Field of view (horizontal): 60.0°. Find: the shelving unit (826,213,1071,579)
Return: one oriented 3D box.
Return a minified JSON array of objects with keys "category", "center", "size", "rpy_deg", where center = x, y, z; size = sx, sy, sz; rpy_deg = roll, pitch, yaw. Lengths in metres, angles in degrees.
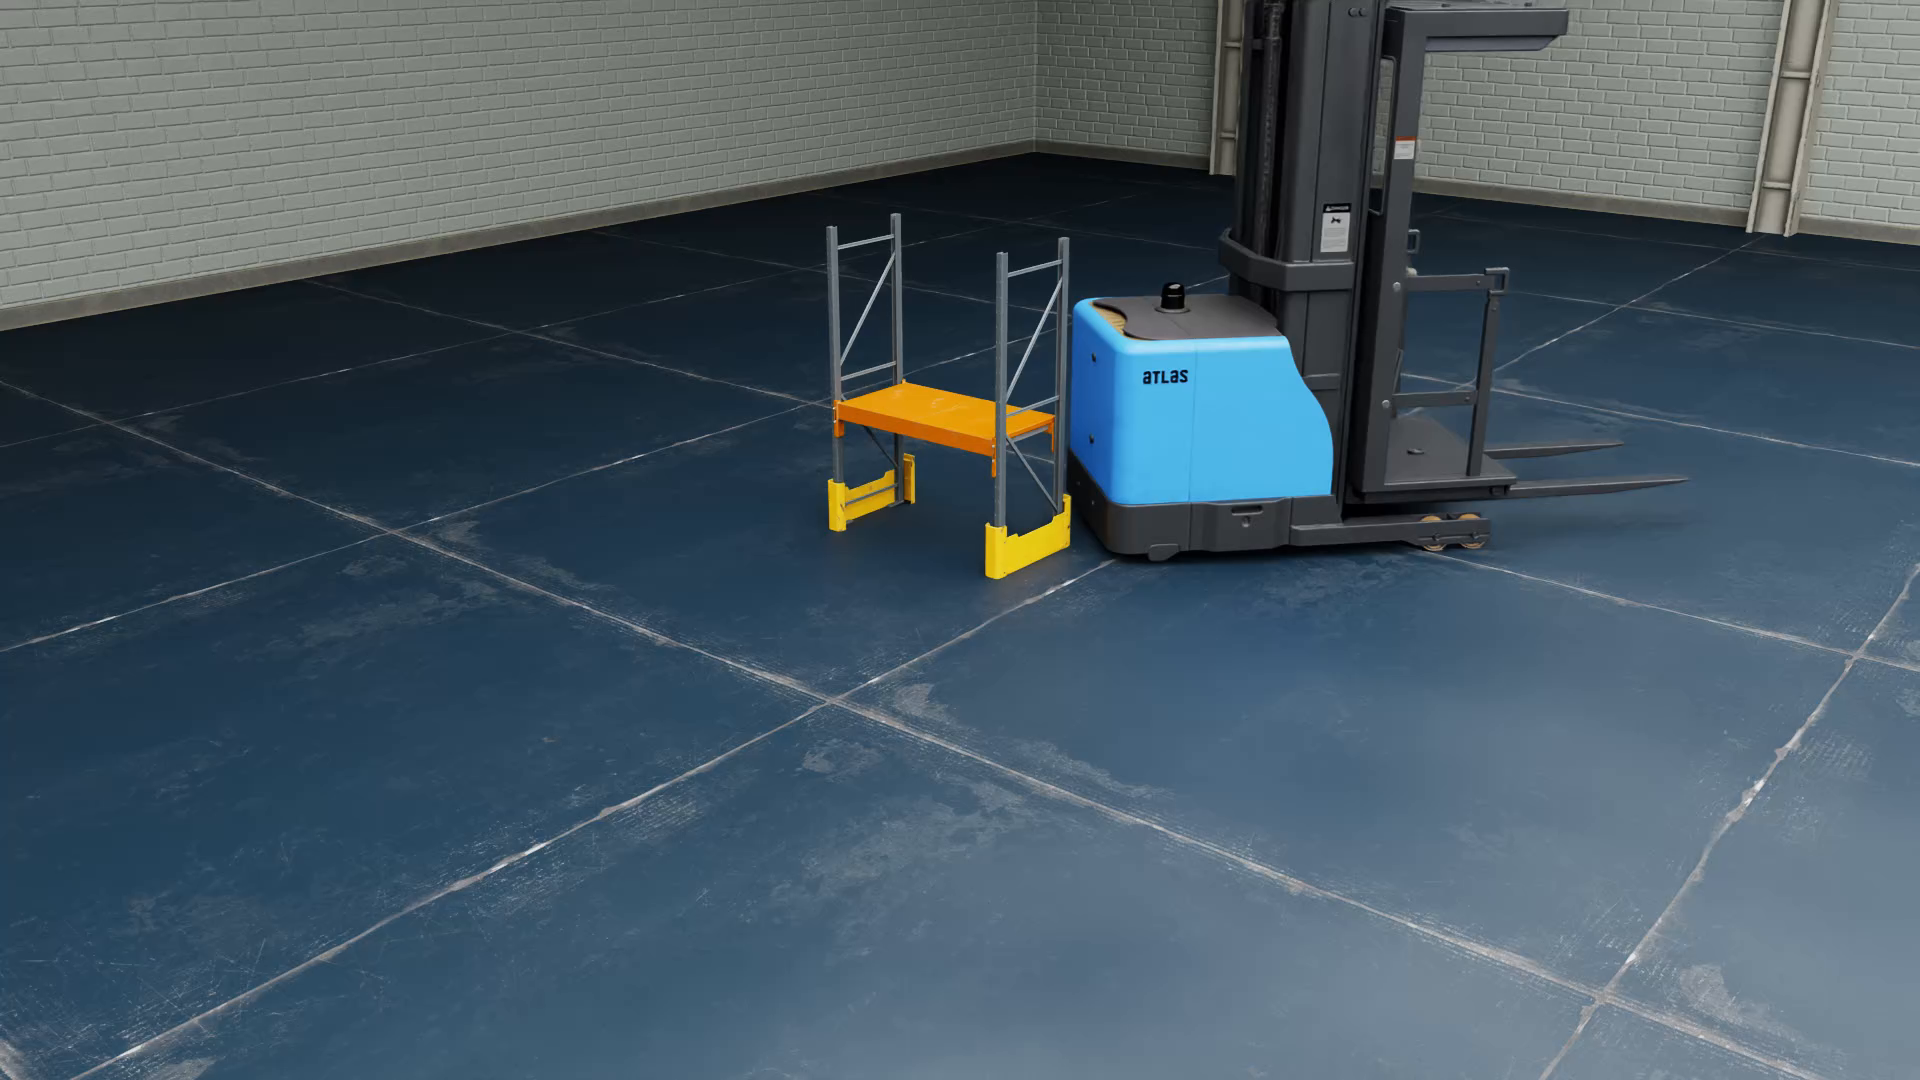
[{"category":"shelving unit","center":[-0.059,-0.719,7.949],"size":[1.083,1.500,0.587],"rpy_deg":[16,26,36]}]

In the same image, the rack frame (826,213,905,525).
[{"category":"rack frame","center":[-0.460,-0.834,8.255],"size":[0.032,1.500,0.500],"rpy_deg":[16,26,36]}]

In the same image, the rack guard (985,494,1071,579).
[{"category":"rack guard","center":[0.327,-0.023,7.875],"size":[0.087,0.250,0.587],"rpy_deg":[16,26,36]}]

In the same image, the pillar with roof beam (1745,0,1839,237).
[{"category":"pillar with roof beam","center":[5.111,-6.006,11.343],"size":[0.400,9.000,9.100],"rpy_deg":[16,26,36]}]

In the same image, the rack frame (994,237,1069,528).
[{"category":"rack frame","center":[0.328,-0.607,7.653],"size":[0.032,1.500,0.500],"rpy_deg":[16,26,36]}]

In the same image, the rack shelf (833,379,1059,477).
[{"category":"rack shelf","center":[-0.066,-0.552,8.017],"size":[1.000,0.185,0.538],"rpy_deg":[16,26,36]}]

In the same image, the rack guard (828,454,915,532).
[{"category":"rack guard","center":[-0.445,-0.245,8.464],"size":[0.087,0.250,0.587],"rpy_deg":[16,26,36]}]

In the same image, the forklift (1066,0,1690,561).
[{"category":"forklift","center":[2.117,-1.498,7.988],"size":[3.031,2.935,1.130],"rpy_deg":[-3,21,-9]}]

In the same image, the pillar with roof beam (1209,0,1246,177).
[{"category":"pillar with roof beam","center":[0.463,-7.345,14.892],"size":[0.400,9.000,9.100],"rpy_deg":[16,26,36]}]
